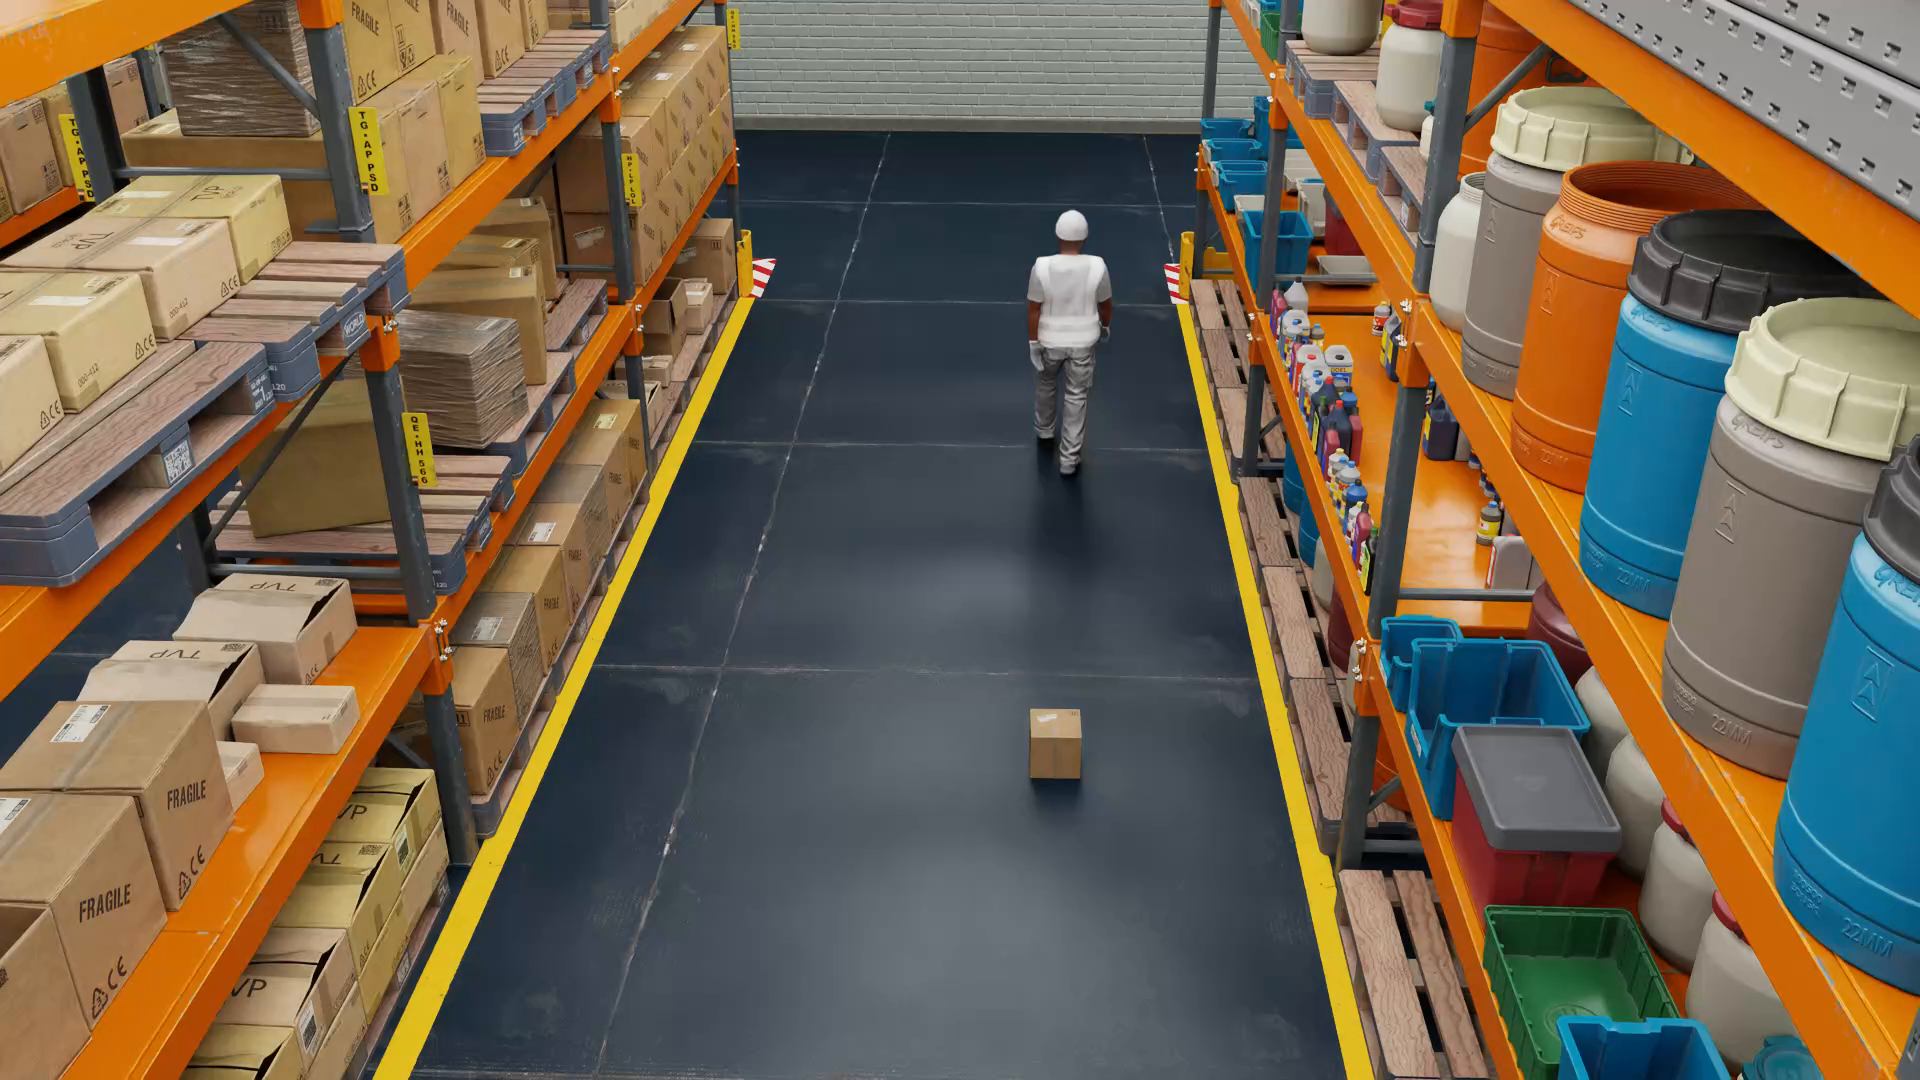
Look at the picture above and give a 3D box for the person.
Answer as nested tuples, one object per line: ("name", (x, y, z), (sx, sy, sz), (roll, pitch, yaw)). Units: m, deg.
("person", (0.740, -1.391, 11.233), (0.560, 1.785, 0.821), (3, 28, 5))
